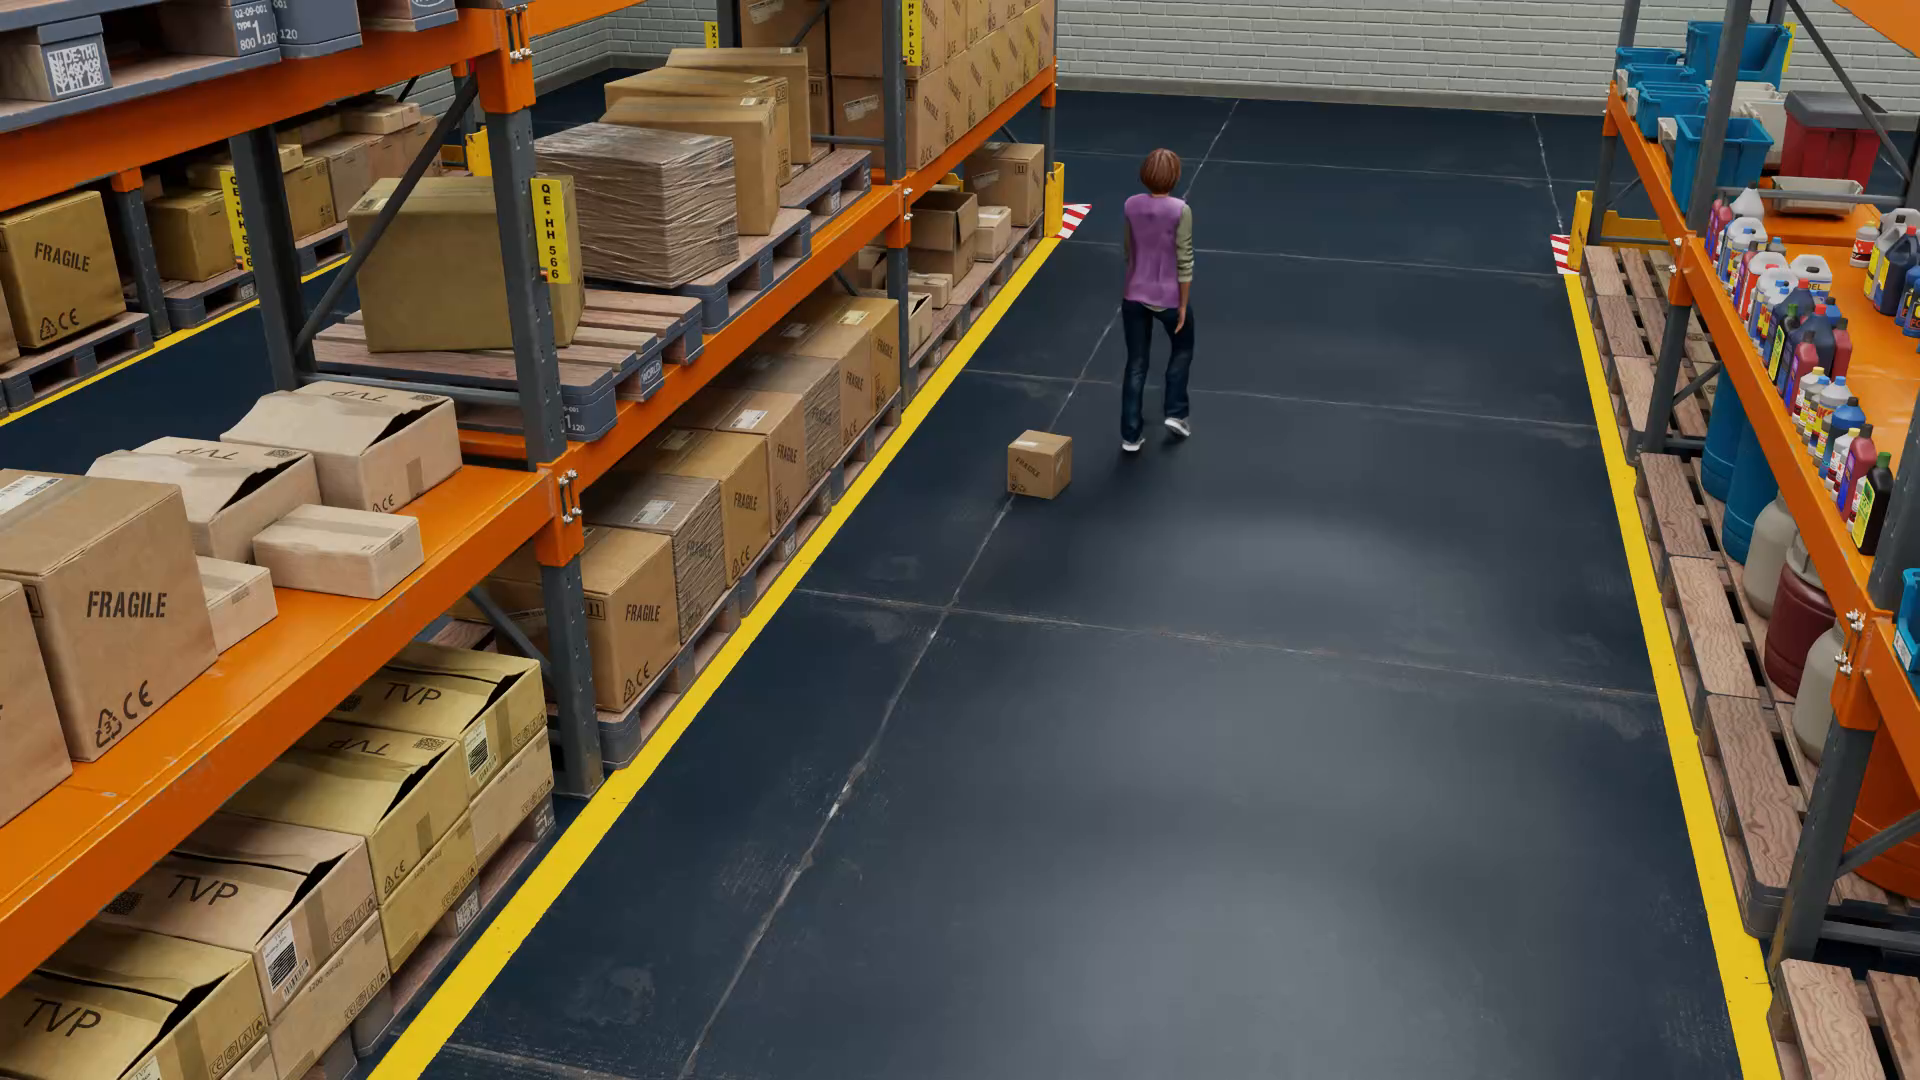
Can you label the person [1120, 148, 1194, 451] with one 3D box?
[{"bbox_3d":[1.039,-1.239,8.714,0.424,1.643,0.584,12,28,23],"label":"person"}]
